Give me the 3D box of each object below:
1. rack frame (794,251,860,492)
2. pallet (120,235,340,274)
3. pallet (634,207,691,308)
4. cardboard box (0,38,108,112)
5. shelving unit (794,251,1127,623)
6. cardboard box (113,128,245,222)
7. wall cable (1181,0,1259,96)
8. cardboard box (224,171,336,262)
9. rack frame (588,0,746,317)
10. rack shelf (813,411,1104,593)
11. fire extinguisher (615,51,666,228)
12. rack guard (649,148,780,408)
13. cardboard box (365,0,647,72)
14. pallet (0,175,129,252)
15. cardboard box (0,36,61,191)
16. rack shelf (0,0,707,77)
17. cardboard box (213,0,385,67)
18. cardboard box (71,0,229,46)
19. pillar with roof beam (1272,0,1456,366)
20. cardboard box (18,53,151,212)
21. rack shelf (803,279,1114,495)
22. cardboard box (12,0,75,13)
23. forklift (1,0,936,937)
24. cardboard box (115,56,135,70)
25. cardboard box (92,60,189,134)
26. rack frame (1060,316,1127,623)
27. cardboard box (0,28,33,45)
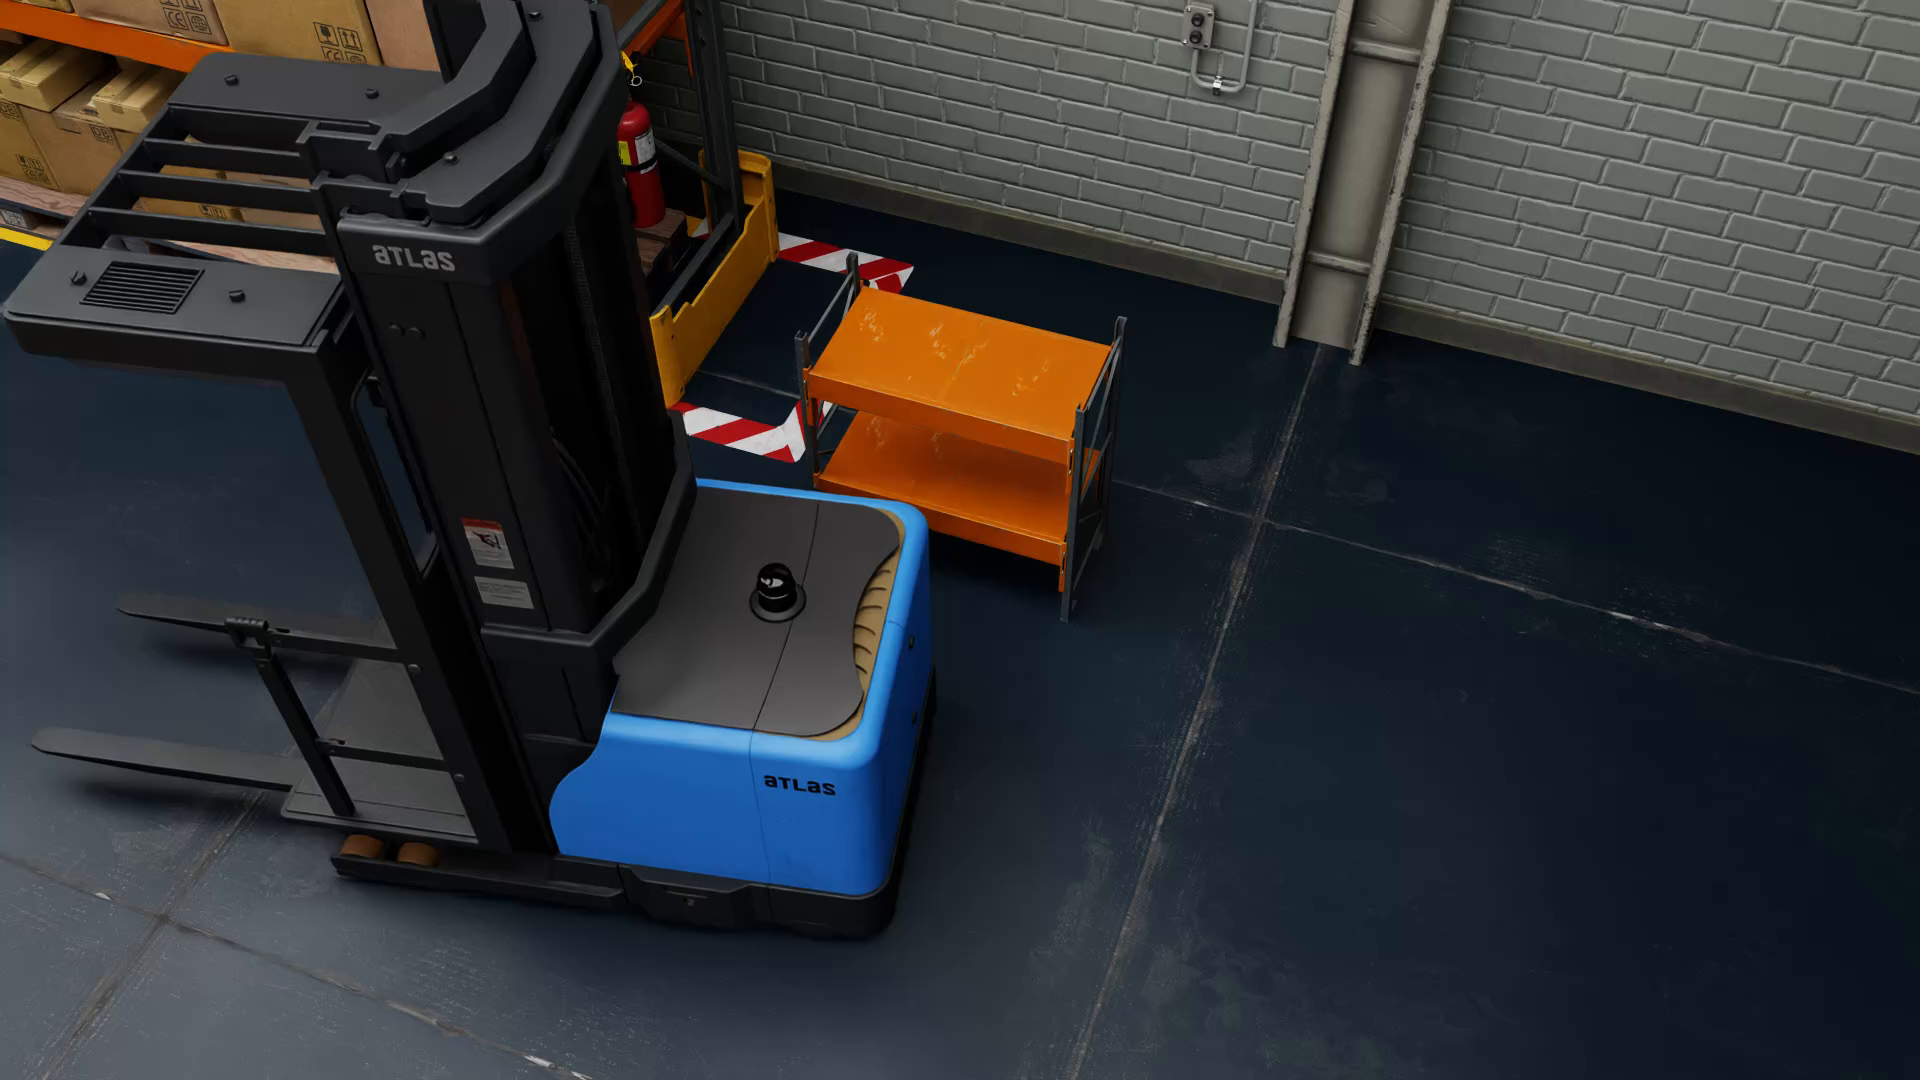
[{"bbox_3d":[-0.471,-0.500,6.305,0.032,1.125,0.500,16,51,13],"label":"rack frame"},{"bbox_3d":[-3.128,-1.559,7.828,1.213,0.211,1.003,16,51,13],"label":"pallet"},{"bbox_3d":[-1.987,-1.238,7.550,1.213,0.211,1.003,16,51,13],"label":"pallet"},{"bbox_3d":[-4.038,-2.089,7.389,0.250,0.149,0.380,17,51,14],"label":"cardboard box"},{"bbox_3d":[0.006,-0.367,6.190,1.048,1.125,0.538,16,51,13],"label":"shelving unit"},{"bbox_3d":[-3.345,-1.826,7.590,0.500,0.500,0.700,17,51,14],"label":"cardboard box"},{"bbox_3d":[0.319,-2.666,6.270,1.851,1.984,0.084,16,51,13],"label":"wall cable"},{"bbox_3d":[-2.843,-1.691,7.474,0.500,0.500,0.700,14,51,12],"label":"cardboard box"},{"bbox_3d":[-1.210,-1.998,6.363,0.127,3.000,1.000,16,51,13],"label":"rack frame"},{"bbox_3d":[0.006,-0.207,6.375,1.000,0.278,0.538,16,51,13],"label":"rack shelf"},{"bbox_3d":[-1.228,-1.484,6.215,0.183,0.674,0.296,16,51,13],"label":"fire extinguisher"},{"bbox_3d":[-1.187,-1.173,7.302,0.348,0.500,1.175,16,51,13],"label":"rack guard"},{"bbox_3d":[-1.692,-2.222,6.359,0.700,0.700,0.980,18,51,15],"label":"cardboard box"},{"bbox_3d":[-4.276,-1.877,8.104,1.213,0.211,1.003,16,51,13],"label":"pallet"},{"bbox_3d":[-4.296,-2.096,7.824,0.500,0.500,0.700,16,51,14],"label":"cardboard box"},{"bbox_3d":[-3.086,-2.286,7.089,4.000,0.370,1.077,16,51,13],"label":"rack shelf"},{"bbox_3d":[-2.378,-2.405,6.518,0.700,0.700,0.980,15,51,13],"label":"cardboard box"},{"bbox_3d":[-3.090,-2.611,6.696,0.700,0.700,0.980,13,50,11],"label":"cardboard box"},{"bbox_3d":[0.131,-0.817,1.370,0.400,9.000,9.100,16,51,13],"label":"pillar with roof beam"},{"bbox_3d":[-3.826,-1.962,7.708,0.500,0.500,0.700,15,51,13],"label":"cardboard box"},{"bbox_3d":[0.006,-0.558,5.969,1.000,0.278,0.538,16,51,13],"label":"rack shelf"},{"bbox_3d":[-3.776,-2.795,6.855,0.700,0.700,0.980,14,51,12],"label":"cardboard box"},{"bbox_3d":[-1.649,-0.184,4.836,3.031,2.935,1.130,7,49,6],"label":"forklift"},{"bbox_3d":[-3.621,-2.282,7.556,0.250,0.149,0.380,14,51,12],"label":"cardboard box"},{"bbox_3d":[-3.548,-1.952,7.271,0.250,0.149,0.380,14,51,12],"label":"cardboard box"},{"bbox_3d":[0.483,-0.234,6.075,0.032,1.125,0.500,16,51,13],"label":"rack frame"},{"bbox_3d":[-4.363,-2.487,7.734,0.250,0.149,0.380,15,51,13],"label":"cardboard box"}]
